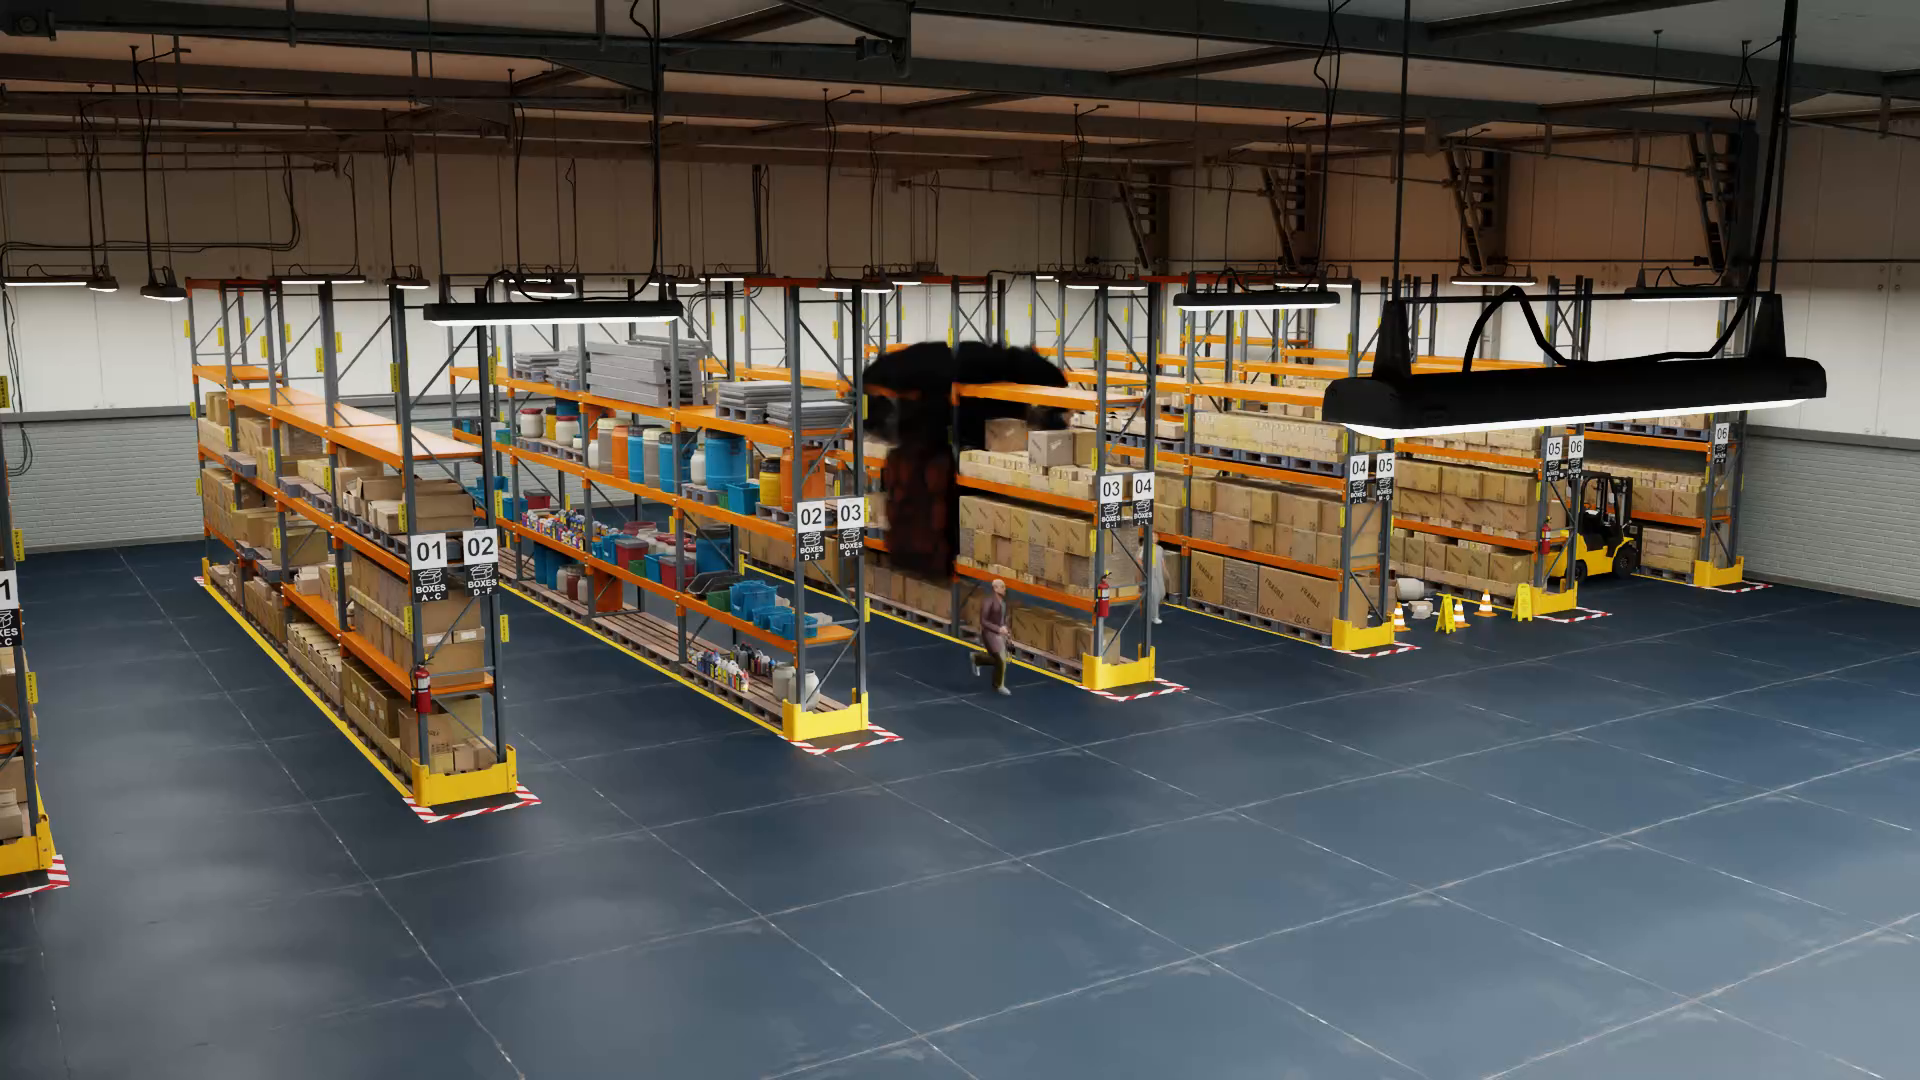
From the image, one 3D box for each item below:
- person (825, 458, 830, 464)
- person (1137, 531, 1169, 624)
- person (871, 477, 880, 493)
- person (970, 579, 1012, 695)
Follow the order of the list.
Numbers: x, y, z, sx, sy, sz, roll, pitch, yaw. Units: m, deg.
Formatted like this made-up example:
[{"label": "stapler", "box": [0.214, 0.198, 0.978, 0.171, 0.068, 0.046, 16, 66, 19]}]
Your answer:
[{"label": "person", "box": [-3.514, -1.406, 41.155, 0.700, 1.747, 0.671, 0, 10, -2]}, {"label": "person", "box": [3.397, 0.638, 29.381, 0.565, 1.633, 0.540, -5, 11, -29]}, {"label": "person", "box": [-2.248, -1.652, 42.583, 0.671, 1.753, 0.663, 8, 12, 40]}, {"label": "person", "box": [0.467, 1.416, 24.528, 0.750, 1.738, 0.745, 5, 11, 29]}]
